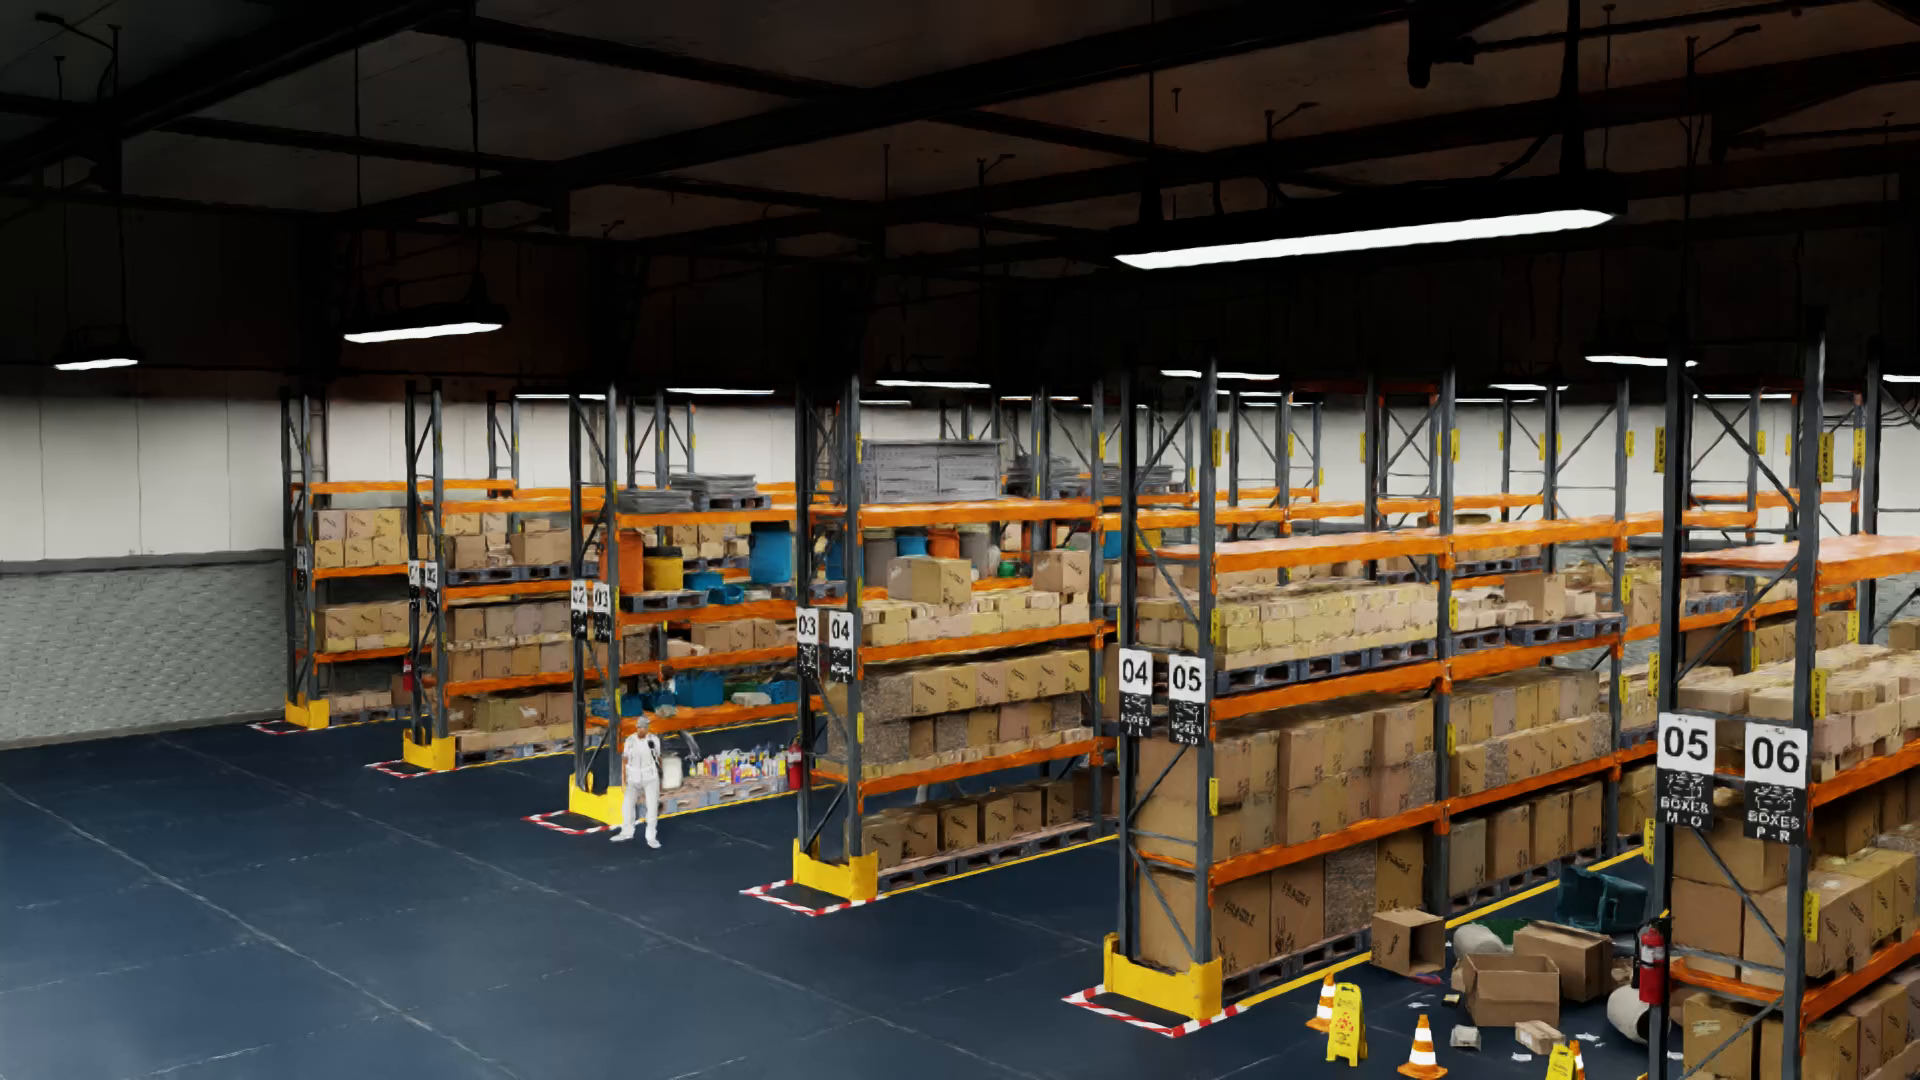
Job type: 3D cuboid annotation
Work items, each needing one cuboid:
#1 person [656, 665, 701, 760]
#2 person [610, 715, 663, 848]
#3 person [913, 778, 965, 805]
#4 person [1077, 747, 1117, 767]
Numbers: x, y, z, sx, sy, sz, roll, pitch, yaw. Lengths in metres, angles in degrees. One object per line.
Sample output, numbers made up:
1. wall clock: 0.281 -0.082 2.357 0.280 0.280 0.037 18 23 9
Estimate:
1. person: -4.537 2.717 26.083 0.962 1.533 0.408 -2 4 -34
2. person: -4.074 3.010 20.878 0.704 1.660 0.494 0 4 -1
3. person: -0.307 2.934 21.960 0.992 1.623 0.441 -3 4 -35
4. person: 2.107 2.661 25.798 1.121 1.691 0.577 -3 5 -41
